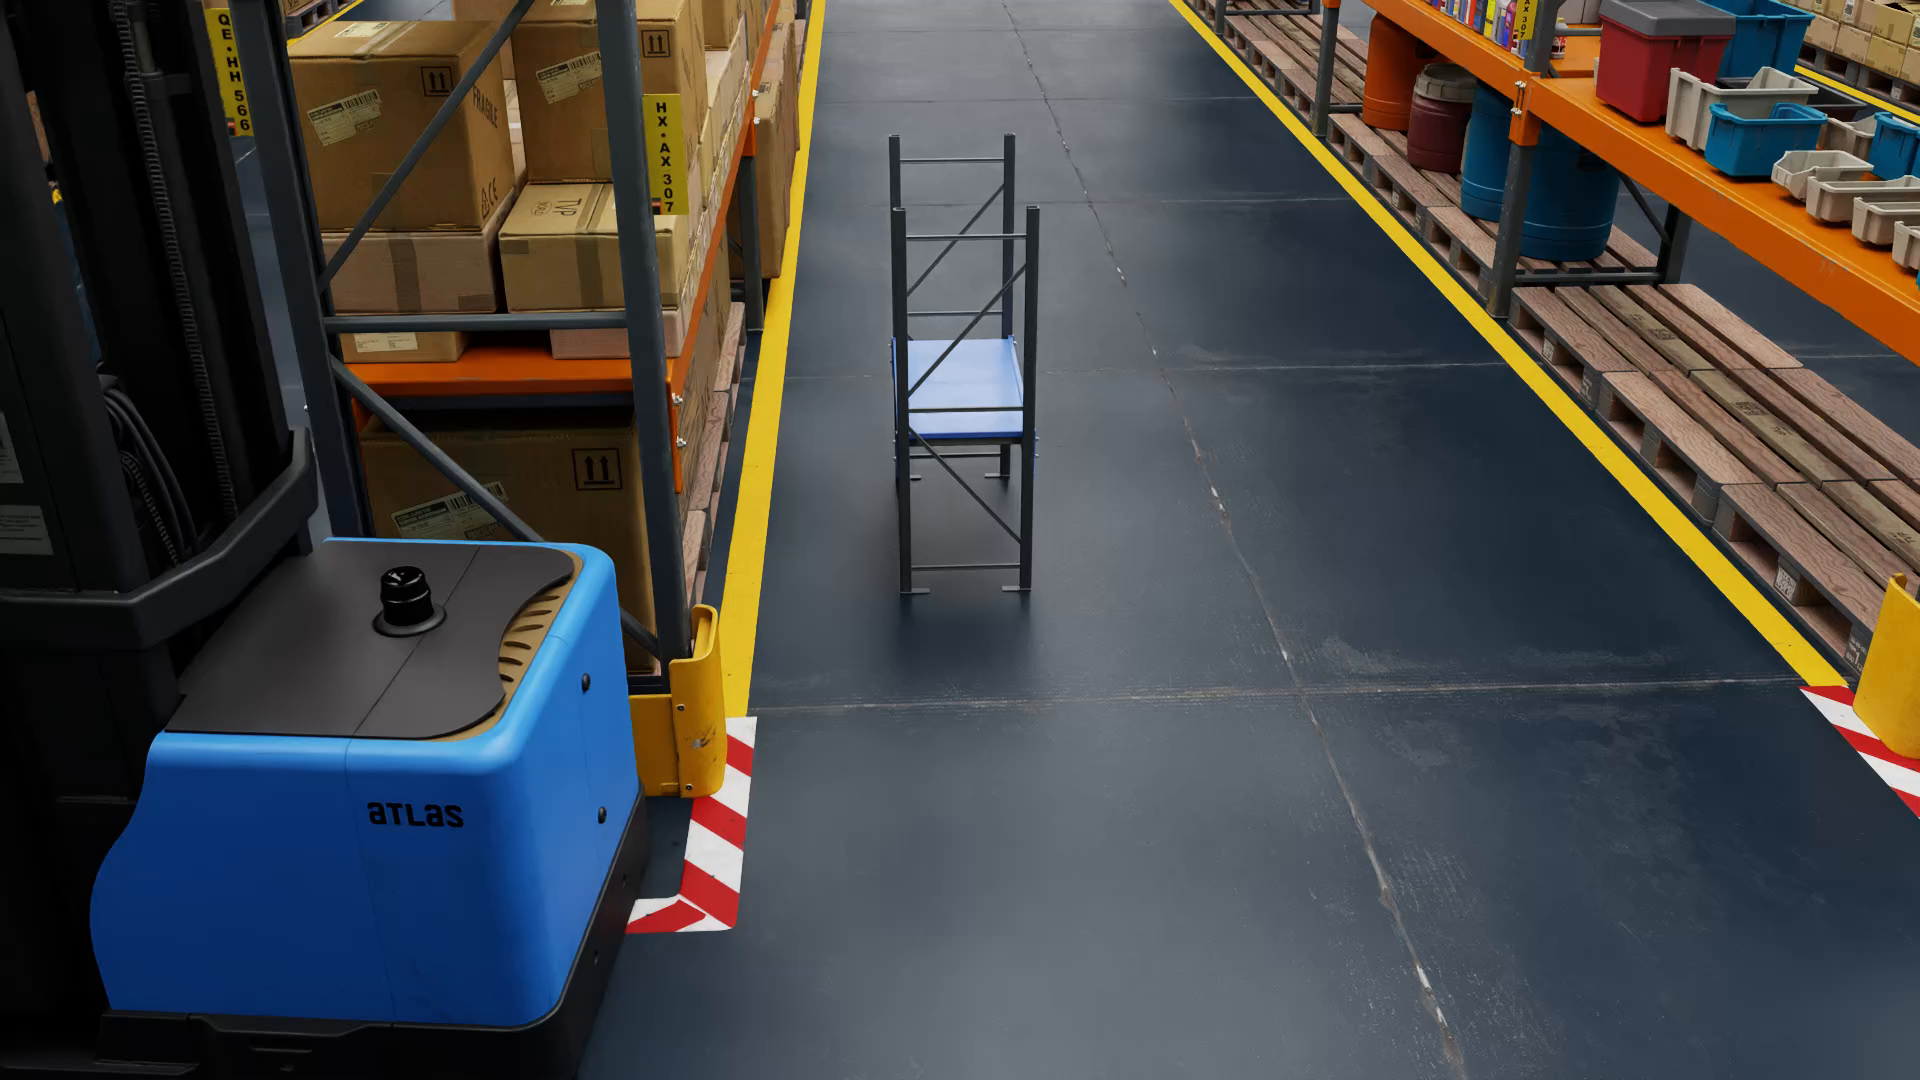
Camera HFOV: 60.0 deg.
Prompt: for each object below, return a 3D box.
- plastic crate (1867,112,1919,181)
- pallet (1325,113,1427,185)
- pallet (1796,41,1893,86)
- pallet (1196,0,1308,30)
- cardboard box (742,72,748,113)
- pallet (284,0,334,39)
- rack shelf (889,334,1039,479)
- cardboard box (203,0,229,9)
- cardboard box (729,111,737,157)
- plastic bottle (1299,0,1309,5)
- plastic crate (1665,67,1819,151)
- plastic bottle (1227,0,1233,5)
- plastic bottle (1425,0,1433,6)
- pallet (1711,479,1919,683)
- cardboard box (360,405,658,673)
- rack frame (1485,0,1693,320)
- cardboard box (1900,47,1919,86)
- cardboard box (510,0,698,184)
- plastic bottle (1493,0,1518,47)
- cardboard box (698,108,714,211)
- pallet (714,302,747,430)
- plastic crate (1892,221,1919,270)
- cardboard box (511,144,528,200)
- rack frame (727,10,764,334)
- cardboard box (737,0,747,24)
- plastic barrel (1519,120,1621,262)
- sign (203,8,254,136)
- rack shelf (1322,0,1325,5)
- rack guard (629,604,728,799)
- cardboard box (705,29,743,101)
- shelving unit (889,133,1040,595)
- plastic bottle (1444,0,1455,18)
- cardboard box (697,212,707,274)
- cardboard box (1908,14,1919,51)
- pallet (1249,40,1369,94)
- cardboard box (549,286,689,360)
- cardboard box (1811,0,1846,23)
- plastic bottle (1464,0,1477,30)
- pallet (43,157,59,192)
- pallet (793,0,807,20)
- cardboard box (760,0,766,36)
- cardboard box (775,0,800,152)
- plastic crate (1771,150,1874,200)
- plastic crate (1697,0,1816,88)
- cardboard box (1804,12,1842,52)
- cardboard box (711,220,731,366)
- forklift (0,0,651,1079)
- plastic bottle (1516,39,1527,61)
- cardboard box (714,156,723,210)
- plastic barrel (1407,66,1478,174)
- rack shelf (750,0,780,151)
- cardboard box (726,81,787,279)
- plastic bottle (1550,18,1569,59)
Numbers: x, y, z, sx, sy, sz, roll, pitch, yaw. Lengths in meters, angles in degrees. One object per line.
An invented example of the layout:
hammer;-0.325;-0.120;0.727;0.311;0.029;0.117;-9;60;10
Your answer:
plastic crate;3.835;-1.542;6.580;0.416;0.233;0.300;-1;28;-3
pallet;3.268;-2.817;11.922;1.003;0.211;1.213;-1;28;-3
pallet;8.068;-4.241;14.652;1.003;0.211;1.213;-1;28;-3
pallet;2.983;-5.338;16.756;1.003;0.211;1.213;-1;28;-3
cardboard box;-1.195;-2.086;7.777;0.380;0.149;0.250;-1;28;-2
pallet;-6.889;-5.187;16.467;1.003;0.211;1.213;-1;28;-3
rack shelf;-0.004;-0.545;6.562;0.538;0.185;1.000;-1;28;-3
cardboard box;-6.759;-4.529;14.169;1.050;0.750;0.750;-1;28;-3
cardboard box;-1.154;-1.730;7.094;0.380;0.149;0.250;-1;28;-2
plastic bottle;3.398;-5.406;16.347;0.097;0.271;0.097;0;28;0
plastic crate;3.290;-1.833;7.084;0.437;0.282;0.530;-1;28;-3
plastic bottle;2.647;-5.378;16.367;0.097;0.201;0.097;0;28;0
plastic bottle;2.962;-3.472;10.217;0.144;0.351;0.185;-1;28;-3
pallet;3.599;0.133;6.267;1.003;0.211;1.213;-1;28;-3
cardboard box;-1.456;-0.140;5.618;0.875;0.875;0.875;-1;28;-3
rack frame;3.395;-2.569;8.431;1.000;3.000;0.127;-1;28;-3
cardboard box;7.861;-3.738;13.193;0.500;0.250;0.500;-1;28;-1
cardboard box;-1.124;-1.459;5.333;0.500;0.500;0.500;-2;28;-4
plastic bottle;3.032;-2.857;9.118;0.152;0.276;0.135;-1;28;-3
cardboard box;-1.155;-1.368;5.969;0.500;0.250;0.500;-2;28;-4
pallet;-1.590;-0.860;8.170;1.003;0.211;1.213;-1;28;-3
plastic crate;3.380;-1.003;5.650;0.396;0.136;0.243;-1;28;-3
cardboard box;-1.659;-1.119;5.492;0.500;0.250;0.500;-2;28;-4
rack frame;-1.552;-2.449;8.202;1.000;3.000;0.127;-1;28;-3
cardboard box;-1.261;-2.641;7.600;0.500;0.500;0.500;-1;28;-1
plastic barrel;3.383;-2.076;9.302;0.600;0.901;0.708;-1;28;-3
sign;-1.885;-1.214;4.325;0.100;0.325;0.005;-1;28;-3
rack shelf;3.081;-5.021;13.910;1.077;0.370;4.000;-1;28;-3
rack guard;-1.342;0.517;5.217;1.175;0.500;0.348;-1;28;-3
cardboard box;-1.237;-2.078;7.331;0.500;0.250;0.500;-1;28;-1
shelving unit;-0.004;-0.704;6.479;0.538;1.500;1.048;-1;28;-3
plastic bottle;2.987;-3.259;9.889;0.152;0.276;0.135;-1;28;-3
cardboard box;-1.075;-1.020;5.733;0.380;0.149;0.250;-2;28;-3
cardboard box;7.859;-3.986;13.061;0.500;0.311;0.500;-1;28;-1
pallet;3.123;-4.100;14.383;1.003;0.211;1.213;-1;28;-3
cardboard box;-1.032;-0.662;5.048;0.380;0.149;0.250;-1;28;-2
cardboard box;7.778;-4.690;14.411;0.500;0.311;0.500;-1;28;-1
plastic bottle;3.006;-3.090;9.564;0.152;0.276;0.135;-1;28;-3
pallet;-6.680;-2.626;11.557;1.003;0.211;1.213;-1;28;-3
pallet;-2.040;-5.217;16.524;1.003;0.211;1.213;-1;28;-3
cardboard box;-1.379;-3.175;9.486;0.500;0.500;0.500;-2;28;-4
cardboard box;-1.745;-3.221;11.526;1.225;0.875;0.875;-3;28;-5
plastic crate;3.306;-1.402;6.415;0.298;0.136;0.250;-1;28;-3
plastic crate;3.760;-2.381;8.024;0.392;0.384;0.575;-1;28;-3
cardboard box;7.778;-4.446;14.549;0.500;0.250;0.500;-1;28;-2
cardboard box;-1.597;-1.387;8.008;0.875;0.875;0.875;-1;28;-3
forklift;-2.435;-0.158;3.883;3.031;2.935;1.130;2;28;3
plastic bottle;3.051;-2.688;8.794;0.152;0.276;0.135;-1;28;-3
cardboard box;-1.113;-1.373;6.410;0.380;0.149;0.250;-2;28;-4
plastic barrel;3.287;-2.786;11.001;0.600;0.588;0.708;-1;28;-3
rack shelf;-1.656;-3.054;10.139;1.077;0.370;4.000;-1;28;-3
cardboard box;-1.605;-1.988;9.162;1.225;0.875;0.875;-1;28;-2
plastic bottle;3.175;-2.666;8.834;0.097;0.201;0.097;0;28;0
